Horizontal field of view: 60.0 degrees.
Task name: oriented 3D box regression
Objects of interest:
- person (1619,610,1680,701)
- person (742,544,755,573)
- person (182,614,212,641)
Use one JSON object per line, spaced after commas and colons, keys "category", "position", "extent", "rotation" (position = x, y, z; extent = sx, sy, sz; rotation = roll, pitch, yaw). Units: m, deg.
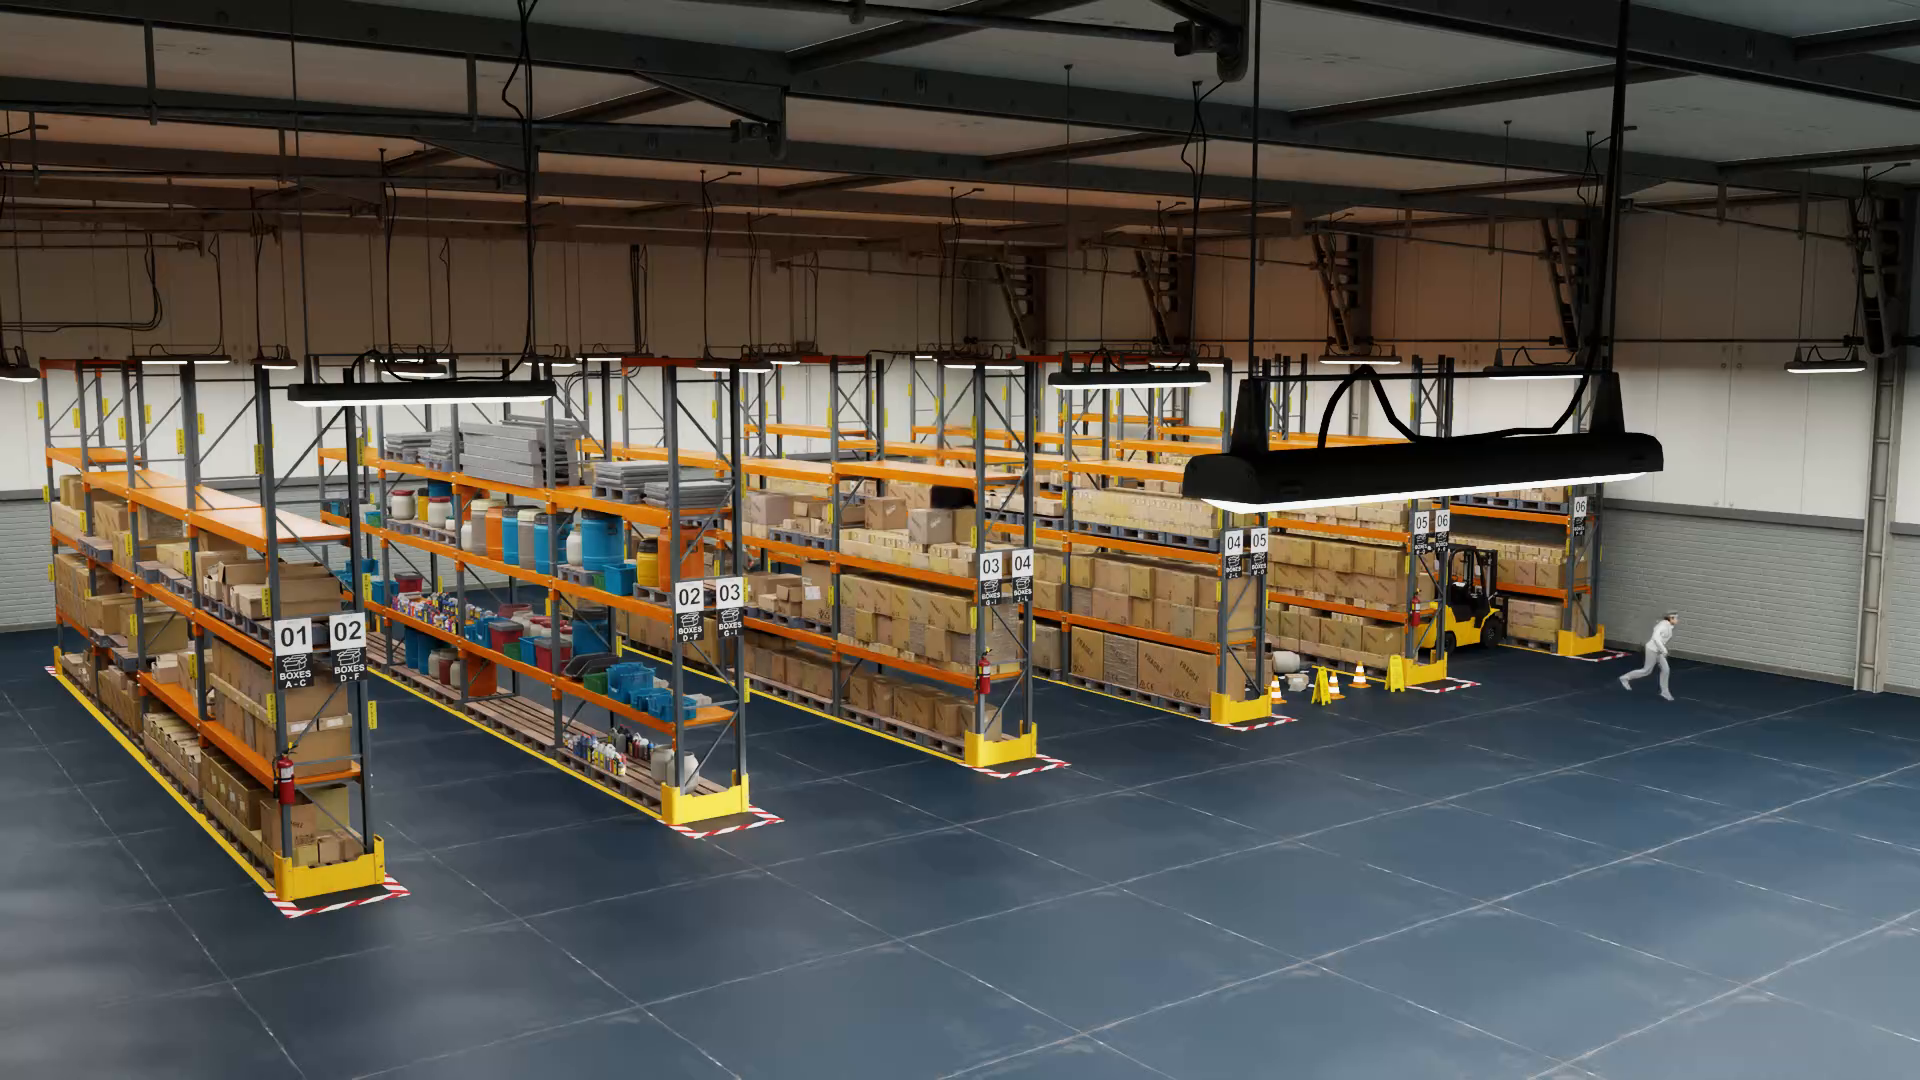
{"category": "person", "position": [12.248, 2.018, 29.544], "extent": [0.960, 1.630, 0.643], "rotation": [3, 8, 25]}
{"category": "person", "position": [-5.189, 0.850, 38.678], "extent": [0.856, 1.774, 0.656], "rotation": [-2, 7, -20]}
{"category": "person", "position": [-15.047, 1.604, 32.749], "extent": [0.552, 1.622, 0.596], "rotation": [4, 8, 27]}
